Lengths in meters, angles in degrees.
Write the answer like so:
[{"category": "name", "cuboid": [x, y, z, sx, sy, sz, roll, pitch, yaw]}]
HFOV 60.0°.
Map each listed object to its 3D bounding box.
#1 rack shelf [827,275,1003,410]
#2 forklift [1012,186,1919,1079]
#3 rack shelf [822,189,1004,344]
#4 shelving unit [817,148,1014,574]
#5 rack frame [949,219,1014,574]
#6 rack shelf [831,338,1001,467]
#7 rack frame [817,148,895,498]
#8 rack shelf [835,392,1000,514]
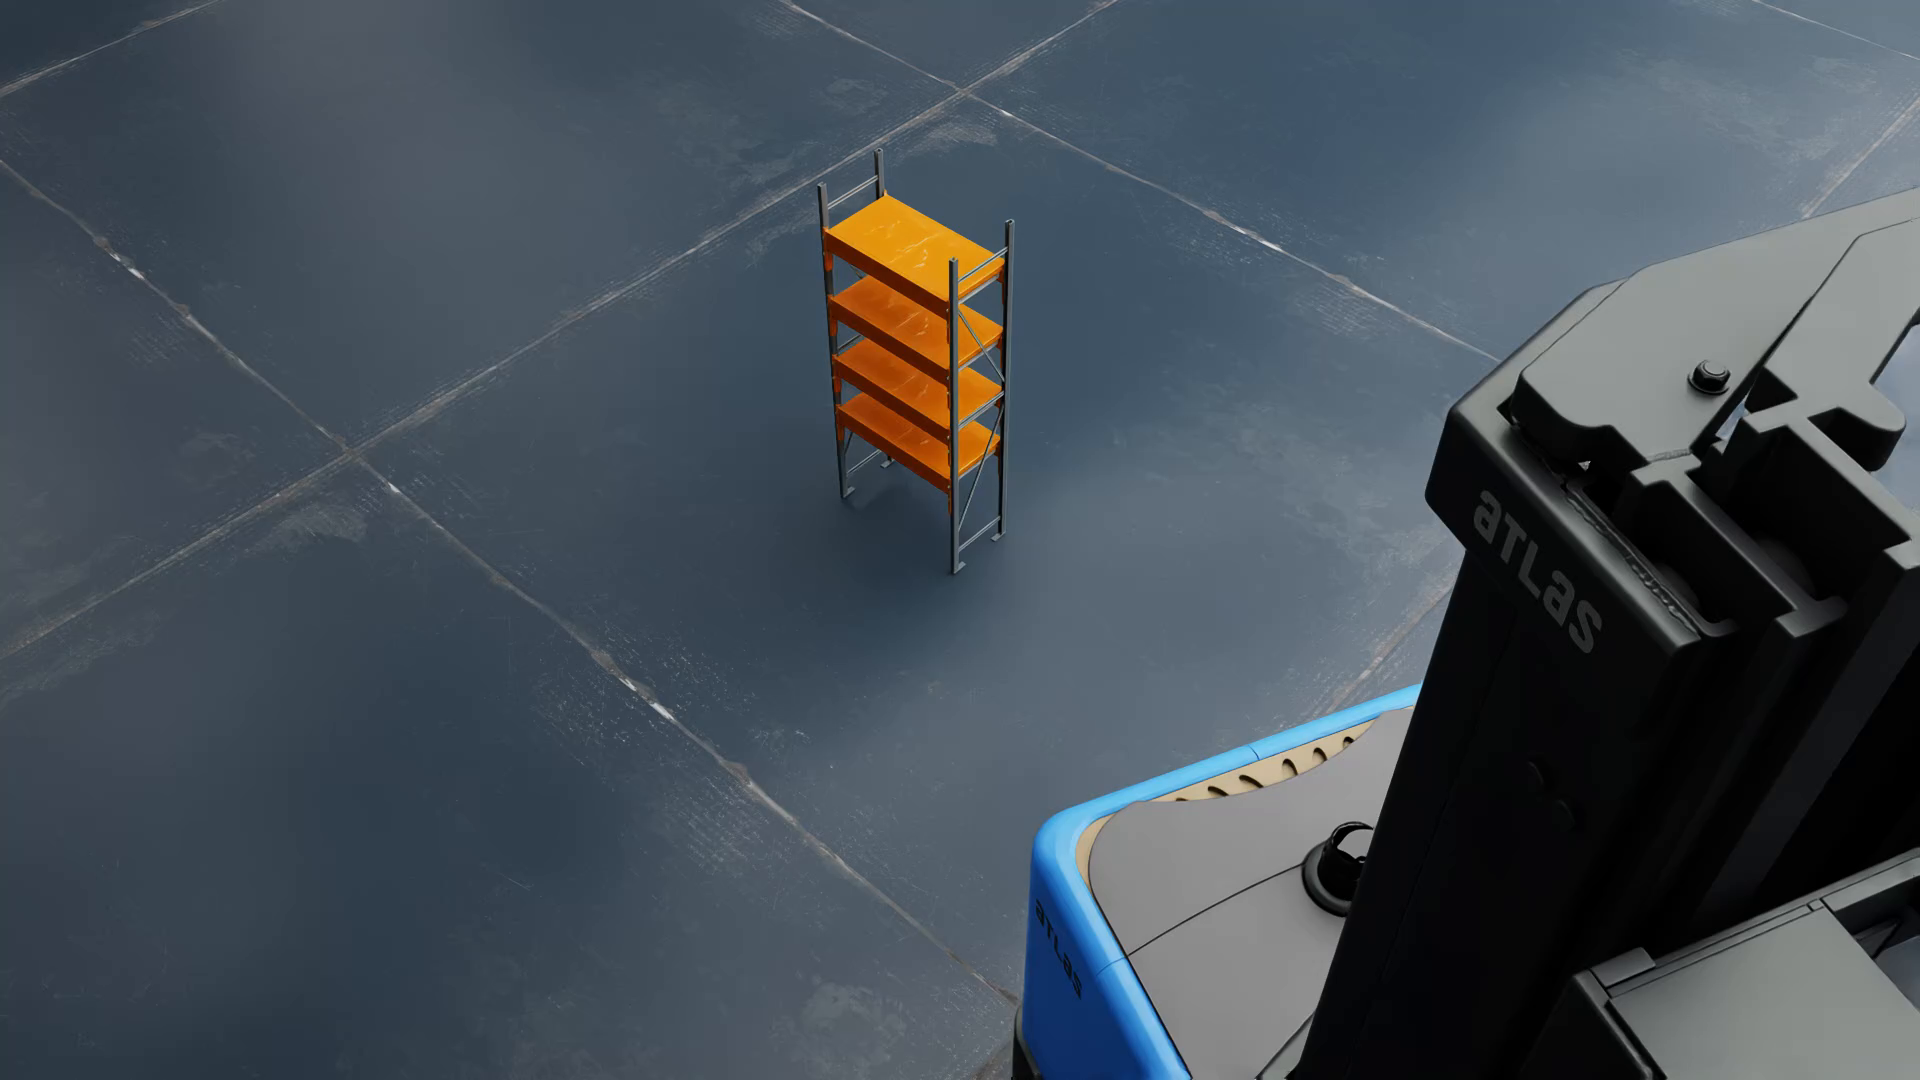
[{"category": "rack shelf", "cuboid": [-0.122, -0.600, 4.775, 0.480, 0.148, 0.258, 34, 55, 28]}, {"category": "forklift", "cuboid": [1.160, 1.143, 2.167, 1.130, 2.935, 3.031, -17, 49, -15]}, {"category": "rack shelf", "cuboid": [-0.122, -0.762, 4.603, 0.480, 0.148, 0.258, 34, 55, 28]}, {"category": "shelving unit", "cuboid": [-0.122, -0.493, 4.889, 0.503, 1.200, 0.258, 34, 55, 28]}, {"category": "rack frame", "cuboid": [0.058, -0.372, 4.776, 0.015, 1.200, 0.240, 34, 55, 28]}, {"category": "rack shelf", "cuboid": [-0.122, -0.446, 4.938, 0.480, 0.148, 0.258, 34, 55, 28]}, {"category": "rack frame", "cuboid": [-0.301, -0.613, 5.003, 0.015, 1.200, 0.240, 34, 55, 28]}, {"category": "rack shelf", "cuboid": [-0.122, -0.311, 5.083, 0.480, 0.148, 0.258, 34, 55, 28]}]
